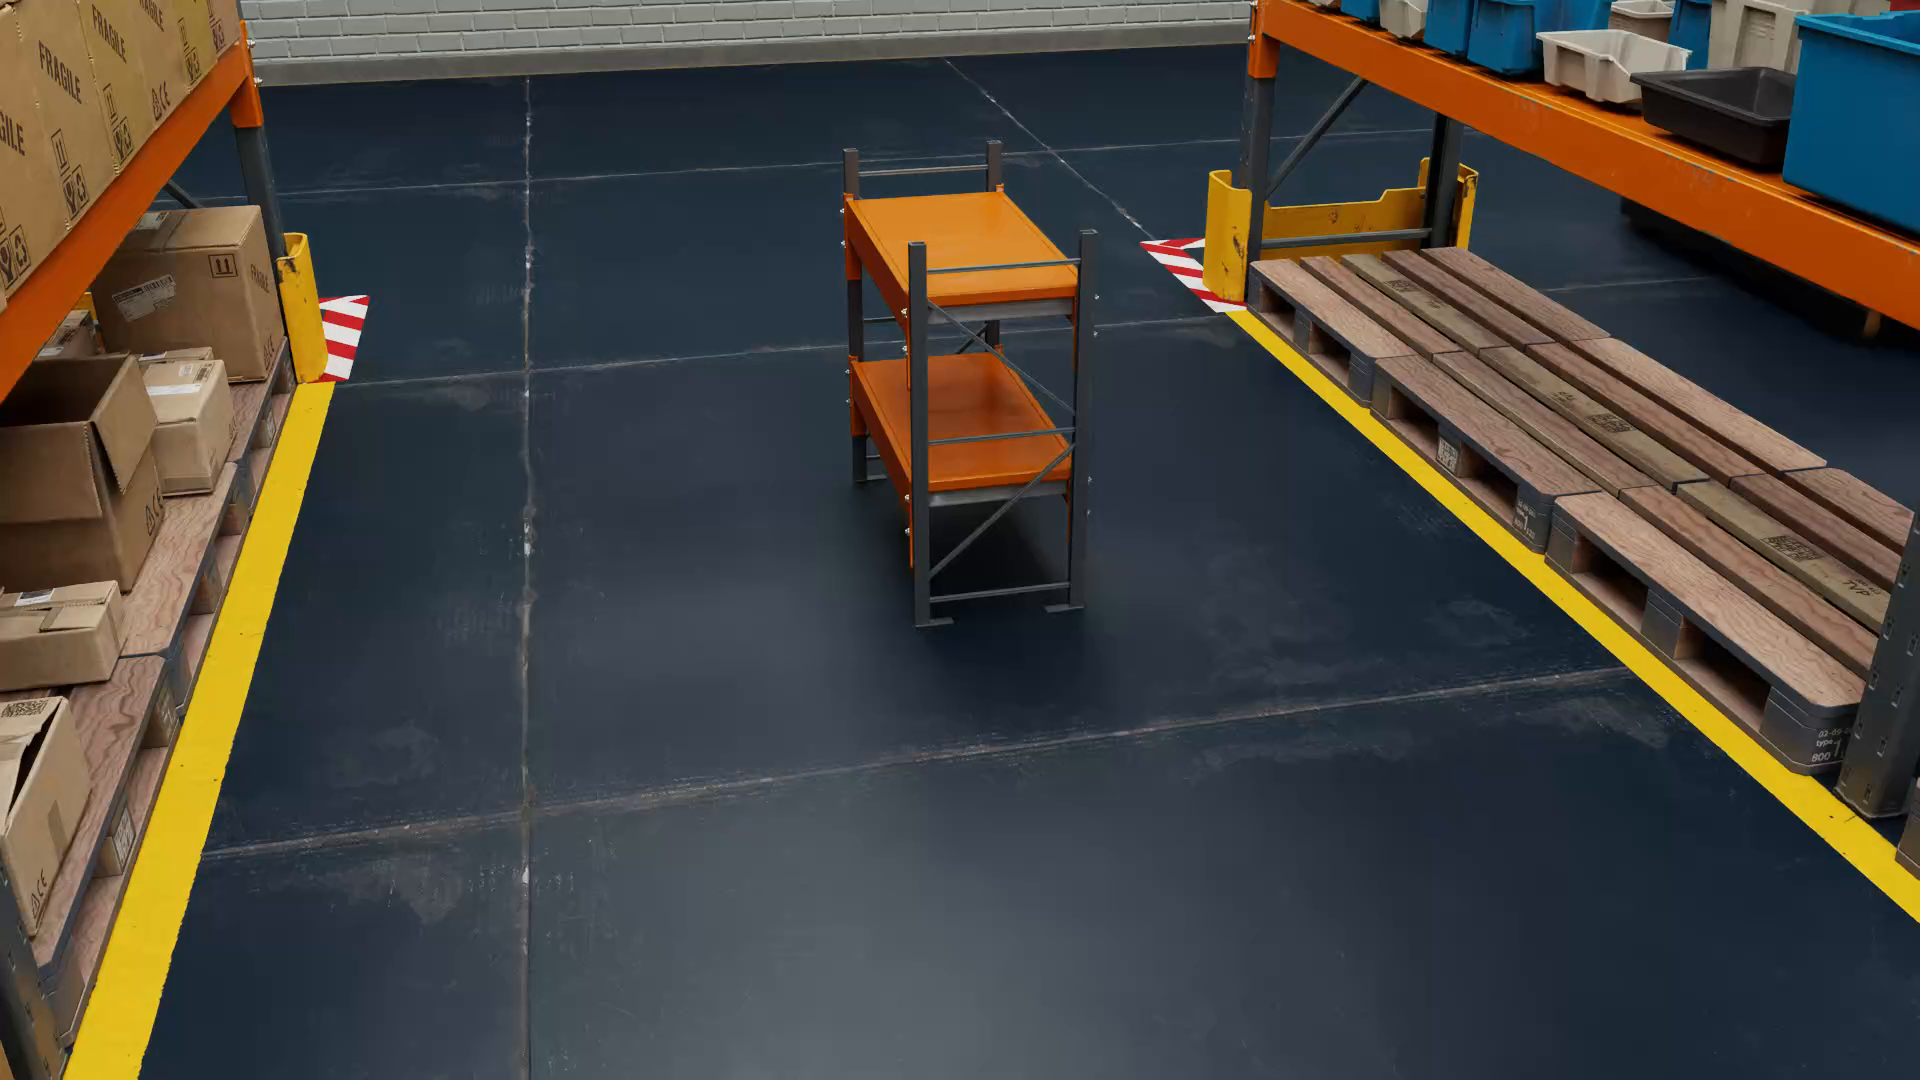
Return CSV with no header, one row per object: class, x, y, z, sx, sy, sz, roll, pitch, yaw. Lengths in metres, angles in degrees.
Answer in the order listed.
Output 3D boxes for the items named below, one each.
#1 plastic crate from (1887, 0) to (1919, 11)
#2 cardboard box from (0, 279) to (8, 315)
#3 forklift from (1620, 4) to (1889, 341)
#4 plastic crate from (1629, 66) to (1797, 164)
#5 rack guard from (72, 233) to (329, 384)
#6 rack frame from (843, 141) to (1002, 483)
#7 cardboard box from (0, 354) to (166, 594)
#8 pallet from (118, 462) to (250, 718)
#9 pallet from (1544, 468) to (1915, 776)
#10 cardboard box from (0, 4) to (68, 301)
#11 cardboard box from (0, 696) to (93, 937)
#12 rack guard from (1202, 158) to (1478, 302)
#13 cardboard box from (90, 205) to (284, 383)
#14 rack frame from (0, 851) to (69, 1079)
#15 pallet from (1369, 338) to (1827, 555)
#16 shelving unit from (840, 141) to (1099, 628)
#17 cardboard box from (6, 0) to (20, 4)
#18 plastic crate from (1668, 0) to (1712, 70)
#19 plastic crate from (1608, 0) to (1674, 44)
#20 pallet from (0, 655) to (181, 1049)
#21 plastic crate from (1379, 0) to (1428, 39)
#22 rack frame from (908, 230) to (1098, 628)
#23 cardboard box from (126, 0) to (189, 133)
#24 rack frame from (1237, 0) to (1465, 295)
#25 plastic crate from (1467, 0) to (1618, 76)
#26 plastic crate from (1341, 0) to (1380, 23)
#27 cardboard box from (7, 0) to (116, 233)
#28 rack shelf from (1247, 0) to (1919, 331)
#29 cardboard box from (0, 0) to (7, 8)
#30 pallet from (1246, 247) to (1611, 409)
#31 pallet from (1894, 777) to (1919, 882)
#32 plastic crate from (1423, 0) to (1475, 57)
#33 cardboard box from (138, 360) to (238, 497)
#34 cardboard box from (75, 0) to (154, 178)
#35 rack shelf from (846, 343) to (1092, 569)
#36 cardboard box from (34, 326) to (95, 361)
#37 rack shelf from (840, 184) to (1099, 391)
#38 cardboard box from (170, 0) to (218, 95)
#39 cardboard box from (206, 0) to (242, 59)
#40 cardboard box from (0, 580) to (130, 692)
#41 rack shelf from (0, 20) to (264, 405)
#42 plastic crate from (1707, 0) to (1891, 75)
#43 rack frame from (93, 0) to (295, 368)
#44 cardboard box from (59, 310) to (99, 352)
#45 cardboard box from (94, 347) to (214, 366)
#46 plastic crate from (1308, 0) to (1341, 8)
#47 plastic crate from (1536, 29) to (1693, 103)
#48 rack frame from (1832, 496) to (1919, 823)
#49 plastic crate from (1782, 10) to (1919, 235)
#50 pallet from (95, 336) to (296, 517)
plastic crate,2.660,-1.221,4.204,0.402,0.464,0.583,-6,27,-12
cardboard box,-2.059,-0.543,2.887,0.500,0.500,0.500,-5,27,-10
forklift,4.138,-2.311,6.576,1.130,2.935,3.031,-6,27,-11
plastic crate,2.103,-1.117,4.372,0.437,0.125,0.590,-6,27,-12
rack guard,-3.094,-0.854,6.387,1.175,0.500,0.348,-6,27,-12
rack frame,-0.116,-0.728,5.445,0.500,1.125,0.032,-6,27,-12
cardboard box,-2.638,-0.154,4.508,0.797,0.503,0.637,-6,27,-12
pallet,-2.642,0.159,4.700,1.003,0.211,1.213,-6,27,-12
pallet,2.413,0.177,4.665,1.003,0.211,1.213,-6,27,-12
cardboard box,-2.178,-0.768,3.331,0.500,0.500,0.500,-5,27,-11
cardboard box,-2.094,0.550,3.326,0.500,0.311,0.500,-6,27,-12
rack guard,1.697,-1.398,7.465,1.175,0.500,0.348,-6,27,-12
cardboard box,-2.749,-0.870,5.931,0.500,0.500,0.500,-6,27,-12
rack frame,-2.210,-0.247,2.411,1.000,3.000,0.127,-6,27,-12
pallet,2.135,-0.359,5.728,1.003,0.211,1.213,-6,27,-12
shelving unit,-0.002,-0.505,5.002,0.538,1.125,1.048,-6,27,-12
cardboard box,-2.274,-1.426,3.526,0.500,0.500,0.500,-7,28,-13
plastic crate,2.428,-1.581,5.173,0.416,0.233,0.300,-6,27,-12
plastic crate,2.298,-1.698,5.510,0.298,0.136,0.250,-6,27,-12
pallet,-2.364,0.696,3.637,1.003,0.211,1.213,-6,27,-12
plastic crate,1.595,-1.825,5.763,0.250,0.136,0.298,-6,27,-12
rack frame,0.113,-0.282,4.560,0.500,1.125,0.032,-6,27,-12
cardboard box,-2.518,-1.432,4.647,0.500,0.500,0.500,-6,27,-11
rack frame,1.715,-2.505,6.883,1.000,3.000,0.127,-6,27,-12
plastic crate,1.815,-1.605,5.220,0.416,0.233,0.300,-6,27,-12
plastic crate,1.599,-2.026,6.054,0.416,0.233,0.300,-6,27,-12
cardboard box,-2.288,-0.988,3.767,0.500,0.500,0.500,-6,27,-12
rack shelf,2.166,-1.306,5.306,1.077,0.370,4.000,-6,27,-12
cardboard box,-2.159,-1.200,3.078,0.500,0.500,0.500,-7,28,-13
pallet,1.863,-0.894,6.787,1.003,0.211,1.213,-6,27,-12
pallet,2.750,0.839,3.353,1.003,0.211,1.213,-6,27,-12
plastic crate,1.747,-1.737,5.482,0.416,0.233,0.300,-6,27,-12
cardboard box,-2.564,-0.338,5.155,0.500,0.250,0.500,-6,27,-12
cardboard box,-2.404,-1.211,4.209,0.500,0.500,0.500,-6,27,-12
rack shelf,-0.002,-0.287,5.113,0.538,0.278,1.000,-6,27,-12
cardboard box,-3.153,-0.485,5.446,0.500,0.250,0.500,-6,27,-12
rack shelf,-0.002,-0.766,4.871,0.538,0.278,1.000,-6,27,-12
cardboard box,-2.625,-1.652,5.082,0.500,0.500,0.500,-6,27,-11
cardboard box,-2.745,-1.879,5.533,0.500,0.500,0.500,-5,27,-10
cardboard box,-2.298,0.236,4.109,0.380,0.166,0.250,-6,27,-12
rack shelf,-2.661,-0.804,4.313,1.077,0.370,4.000,-6,27,-12
plastic crate,2.452,-1.412,4.783,0.437,0.282,0.530,-6,27,-12
rack frame,-3.111,-2.003,5.890,1.000,3.000,0.127,-6,27,-12
cardboard box,-3.352,-0.708,6.000,0.380,0.149,0.250,-6,27,-12
cardboard box,-2.745,-0.534,5.636,0.380,0.166,0.250,-6,27,-12
plastic crate,1.442,-2.123,6.353,0.250,0.136,0.298,-6,27,-12
plastic crate,1.932,-1.392,4.904,0.293,0.136,0.466,-6,27,-12
rack frame,2.617,-0.749,3.404,1.000,3.000,0.127,-6,27,-12
plastic crate,2.179,-0.939,3.732,0.392,0.384,0.575,-6,27,-12
pallet,-2.914,-0.375,5.759,1.003,0.211,1.213,-6,27,-12
